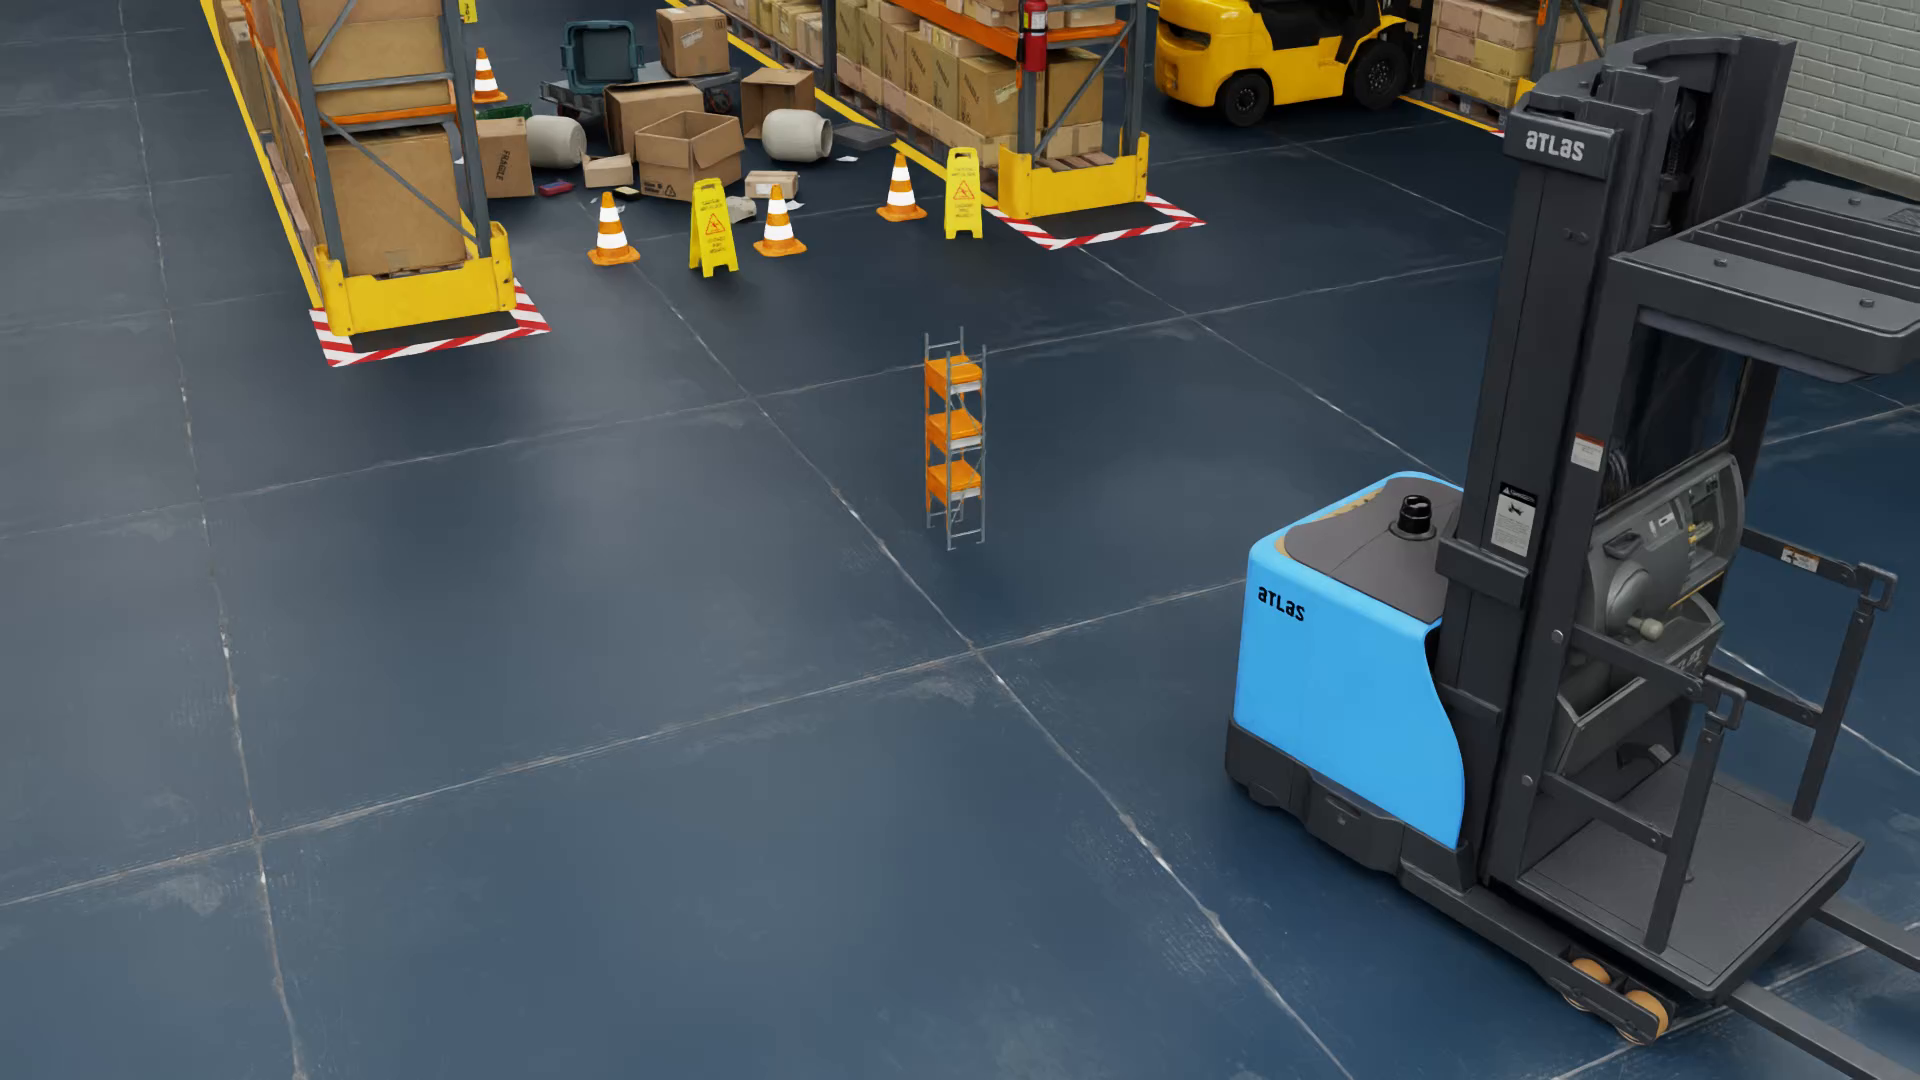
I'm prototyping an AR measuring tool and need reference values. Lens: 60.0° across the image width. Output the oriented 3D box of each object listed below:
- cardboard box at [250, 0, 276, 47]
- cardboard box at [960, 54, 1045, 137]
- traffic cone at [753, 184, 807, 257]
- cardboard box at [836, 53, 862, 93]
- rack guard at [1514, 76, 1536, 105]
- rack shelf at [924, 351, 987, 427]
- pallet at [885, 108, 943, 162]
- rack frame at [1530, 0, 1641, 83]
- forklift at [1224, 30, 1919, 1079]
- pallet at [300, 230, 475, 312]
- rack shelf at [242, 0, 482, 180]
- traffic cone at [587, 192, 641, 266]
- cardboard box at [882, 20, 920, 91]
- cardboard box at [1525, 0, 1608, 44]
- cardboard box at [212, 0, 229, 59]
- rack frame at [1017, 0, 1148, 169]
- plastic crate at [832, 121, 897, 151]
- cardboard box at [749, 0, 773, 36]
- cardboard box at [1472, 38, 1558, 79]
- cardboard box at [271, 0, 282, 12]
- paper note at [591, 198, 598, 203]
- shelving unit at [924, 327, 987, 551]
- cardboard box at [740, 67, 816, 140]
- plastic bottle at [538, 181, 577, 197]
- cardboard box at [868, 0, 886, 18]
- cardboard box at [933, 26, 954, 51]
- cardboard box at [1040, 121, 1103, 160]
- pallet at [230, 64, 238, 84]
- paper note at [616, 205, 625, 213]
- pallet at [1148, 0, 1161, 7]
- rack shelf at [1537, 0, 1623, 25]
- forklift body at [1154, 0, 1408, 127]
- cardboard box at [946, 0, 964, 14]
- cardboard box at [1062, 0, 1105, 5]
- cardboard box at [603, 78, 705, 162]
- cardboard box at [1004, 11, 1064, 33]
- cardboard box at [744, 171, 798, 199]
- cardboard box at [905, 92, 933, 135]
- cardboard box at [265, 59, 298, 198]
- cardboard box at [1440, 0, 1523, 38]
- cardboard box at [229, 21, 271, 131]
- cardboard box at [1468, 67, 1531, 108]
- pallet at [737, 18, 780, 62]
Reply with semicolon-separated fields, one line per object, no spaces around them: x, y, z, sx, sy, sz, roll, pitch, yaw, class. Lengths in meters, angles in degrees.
-4.688;-3.969;12.108;0.875;0.550;0.550;-13;32;-22;cardboard box
0.326;-3.493;13.027;0.500;0.500;0.500;-13;32;-22;cardboard box
-1.301;-2.312;11.900;0.336;0.463;0.334;-13;32;-22;traffic cone
-0.802;-4.316;15.262;0.500;0.250;0.500;-15;32;-24;cardboard box
5.397;-3.826;14.561;1.175;0.500;0.348;-13;32;-22;rack guard
-0.023;-0.720;7.902;0.215;0.259;0.240;-13;32;-22;rack shelf
0.036;-3.604;14.462;1.003;0.211;1.213;-13;32;-22;pallet
5.387;-4.926;13.969;1.000;3.000;0.127;-13;32;-22;rack frame
2.381;0.062;5.142;1.130;2.935;3.031;-23;37;-35;forklift
-3.936;-1.919;11.457;1.003;0.211;1.213;-13;32;-22;pallet
-4.380;-3.368;11.925;1.077;0.370;4.000;-13;32;-22;rack shelf
-2.467;-2.225;11.745;0.336;0.463;0.334;-13;32;-22;traffic cone
-0.341;-4.180;14.252;0.500;0.500;0.500;-11;31;-19;cardboard box
5.352;-4.599;14.743;0.500;0.250;0.500;-14;32;-23;cardboard box
-6.776;-5.247;16.410;1.050;0.750;0.750;-14;32;-23;cardboard box
0.906;-3.883;12.107;1.000;3.000;0.127;-13;32;-22;rack frame
-0.878;-3.510;14.428;0.583;0.080;0.402;26;38;38;plastic crate
-1.651;-5.541;17.323;0.950;0.372;0.625;-12;31;-20;cardboard box
4.896;-4.278;14.683;0.500;0.250;0.500;-14;32;-23;cardboard box
-3.965;-3.731;10.579;0.875;0.550;0.550;-13;32;-22;cardboard box
-2.849;-2.648;12.962;0.032;0.001;0.123;2;29;4;paper note
-0.023;-0.482;8.035;0.215;1.050;0.252;-13;32;-22;shelving unit
-1.581;-3.801;14.515;0.500;0.500;0.500;7;30;13;cardboard box
-3.181;-2.787;13.158;0.133;0.061;0.283;26;38;38;plastic bottle
-0.580;-4.632;14.395;0.380;0.149;0.250;-12;31;-20;cardboard box
0.003;-4.035;13.332;0.380;0.149;0.250;-13;32;-21;cardboard box
0.809;-3.281;13.416;0.500;0.250;0.500;-13;32;-22;cardboard box
-6.686;-4.752;16.509;1.003;0.211;1.213;-13;32;-22;pallet
-2.644;-2.534;12.739;0.144;0.017;0.142;-3;29;-5;paper note
2.791;-6.334;19.330;1.003;0.211;1.213;-13;32;-22;pallet
4.528;-5.496;15.720;1.077;0.370;4.000;-13;32;-22;rack shelf
2.925;-5.011;14.987;2.313;2.155;1.214;-13;32;-22;forklift body
0.114;-4.207;12.943;0.380;0.149;0.250;-13;32;-21;cardboard box
0.953;-4.323;12.487;0.500;0.500;0.500;-14;32;-23;cardboard box
-2.544;-3.509;13.854;0.797;0.637;0.503;-13;32;-22;cardboard box
0.552;-3.893;12.383;0.380;0.149;0.250;-12;31;-20;cardboard box
-1.481;-2.794;13.080;0.380;0.149;0.250;2;29;4;cardboard box
-0.129;-3.628;14.034;0.500;0.250;0.500;-14;32;-24;cardboard box
-4.642;-3.132;12.512;0.875;0.875;0.875;-13;32;-22;cardboard box
4.683;-4.709;14.940;0.500;0.250;0.500;-12;32;-21;cardboard box
-5.587;-4.023;14.228;1.050;0.750;0.750;-13;32;-22;cardboard box
4.900;-4.052;14.790;0.500;0.250;0.500;-13;32;-22;cardboard box
-1.675;-5.317;17.515;1.003;0.211;1.213;-13;32;-22;pallet
